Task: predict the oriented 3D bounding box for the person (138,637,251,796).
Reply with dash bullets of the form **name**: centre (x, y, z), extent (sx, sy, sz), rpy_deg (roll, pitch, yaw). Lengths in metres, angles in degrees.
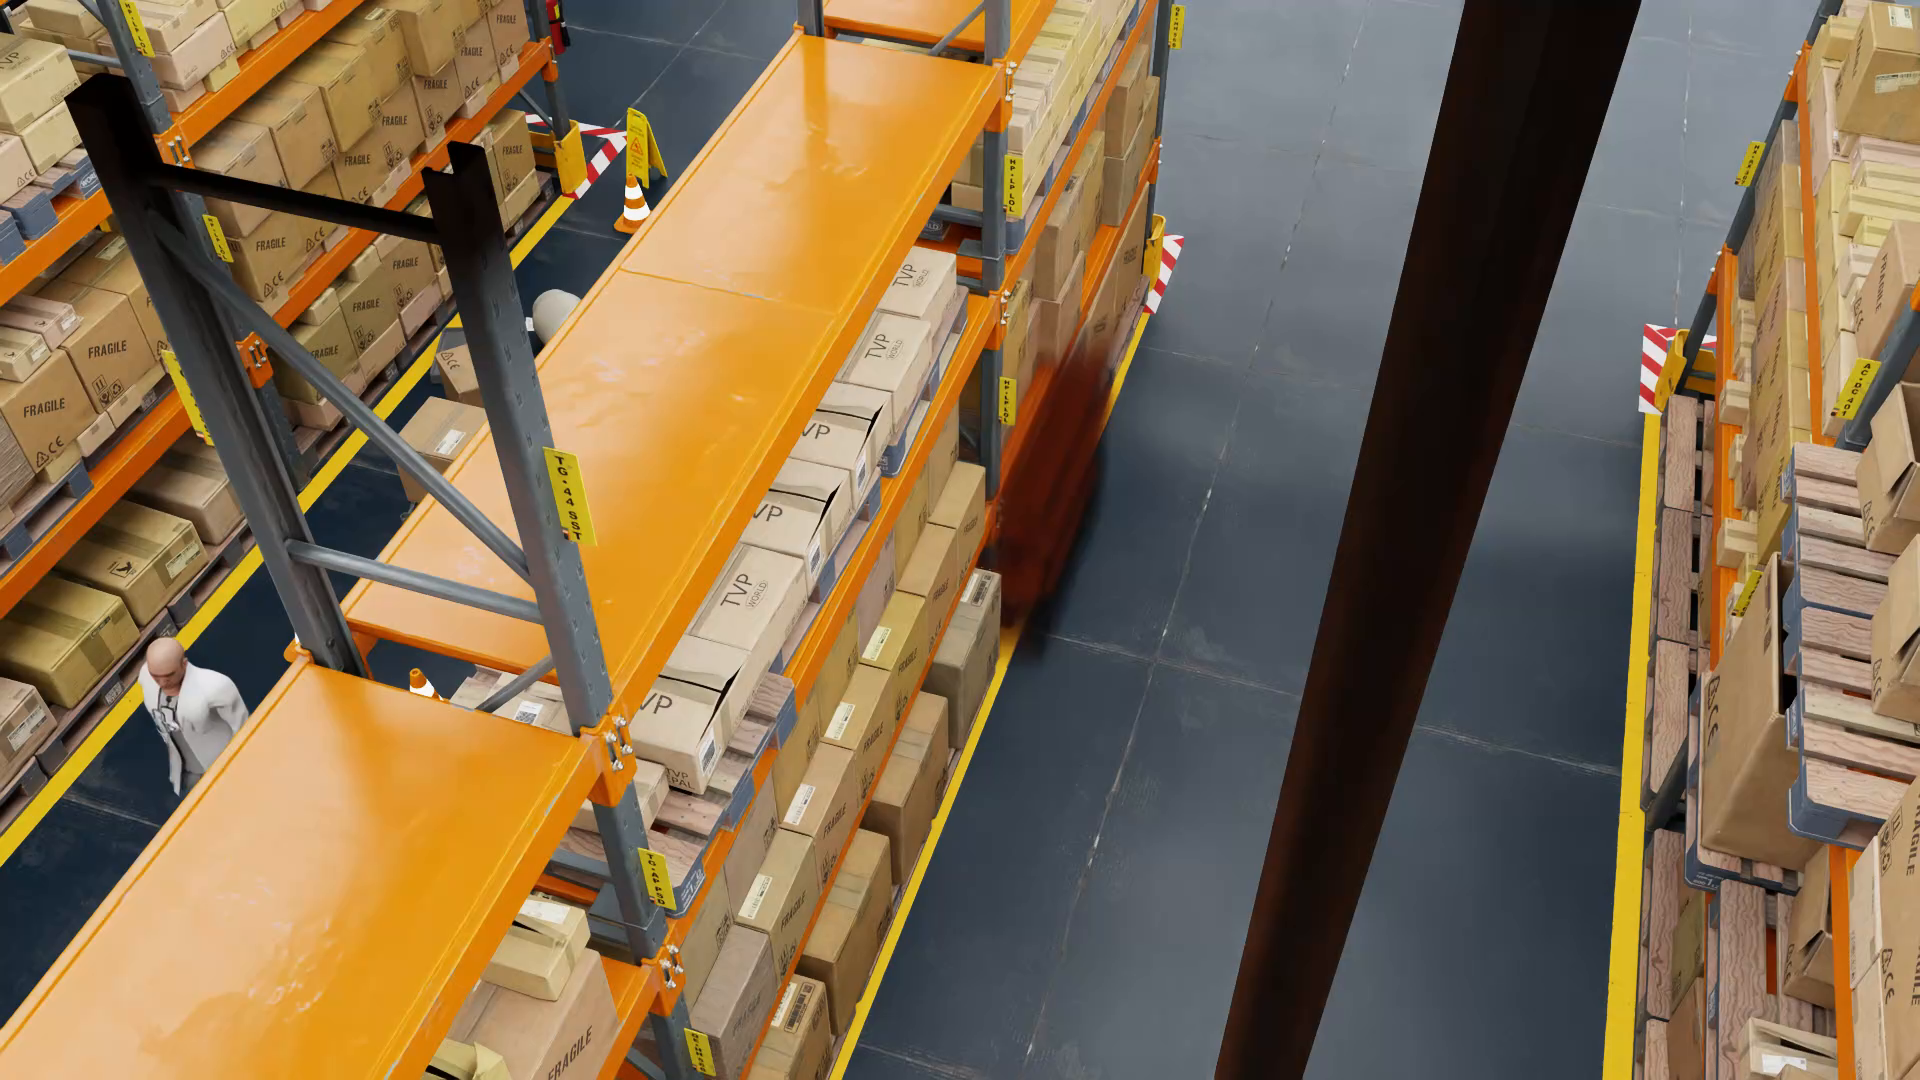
- **person**: centre (-3.944, 1.104, 8.825), extent (0.617, 1.775, 0.593), rpy_deg (12, 47, 12)
